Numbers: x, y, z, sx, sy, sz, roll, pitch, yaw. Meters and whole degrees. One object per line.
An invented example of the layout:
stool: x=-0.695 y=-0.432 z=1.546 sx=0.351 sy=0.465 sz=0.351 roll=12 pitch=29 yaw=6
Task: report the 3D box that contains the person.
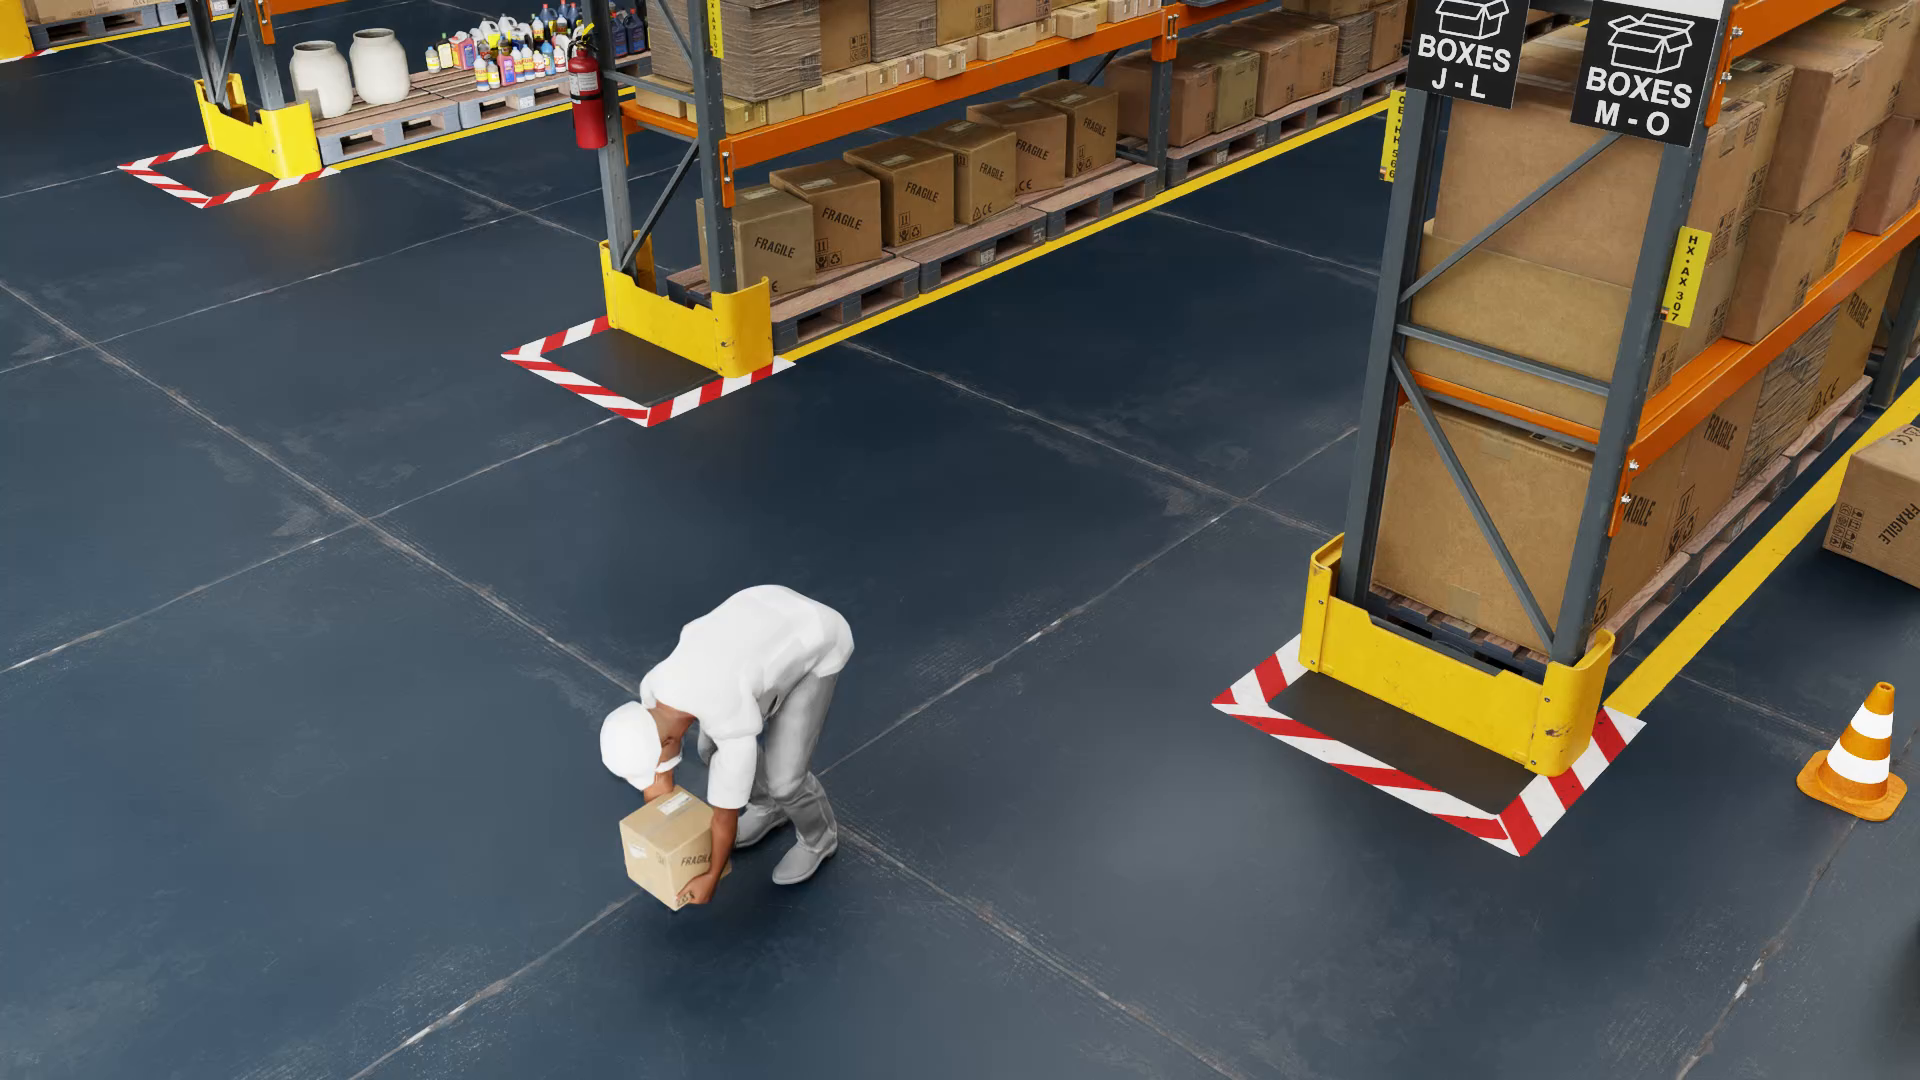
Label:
person: x=-0.778 y=0.728 z=5.569 sx=0.479 sy=1.075 sz=0.982 roll=23 pitch=38 yaw=33
